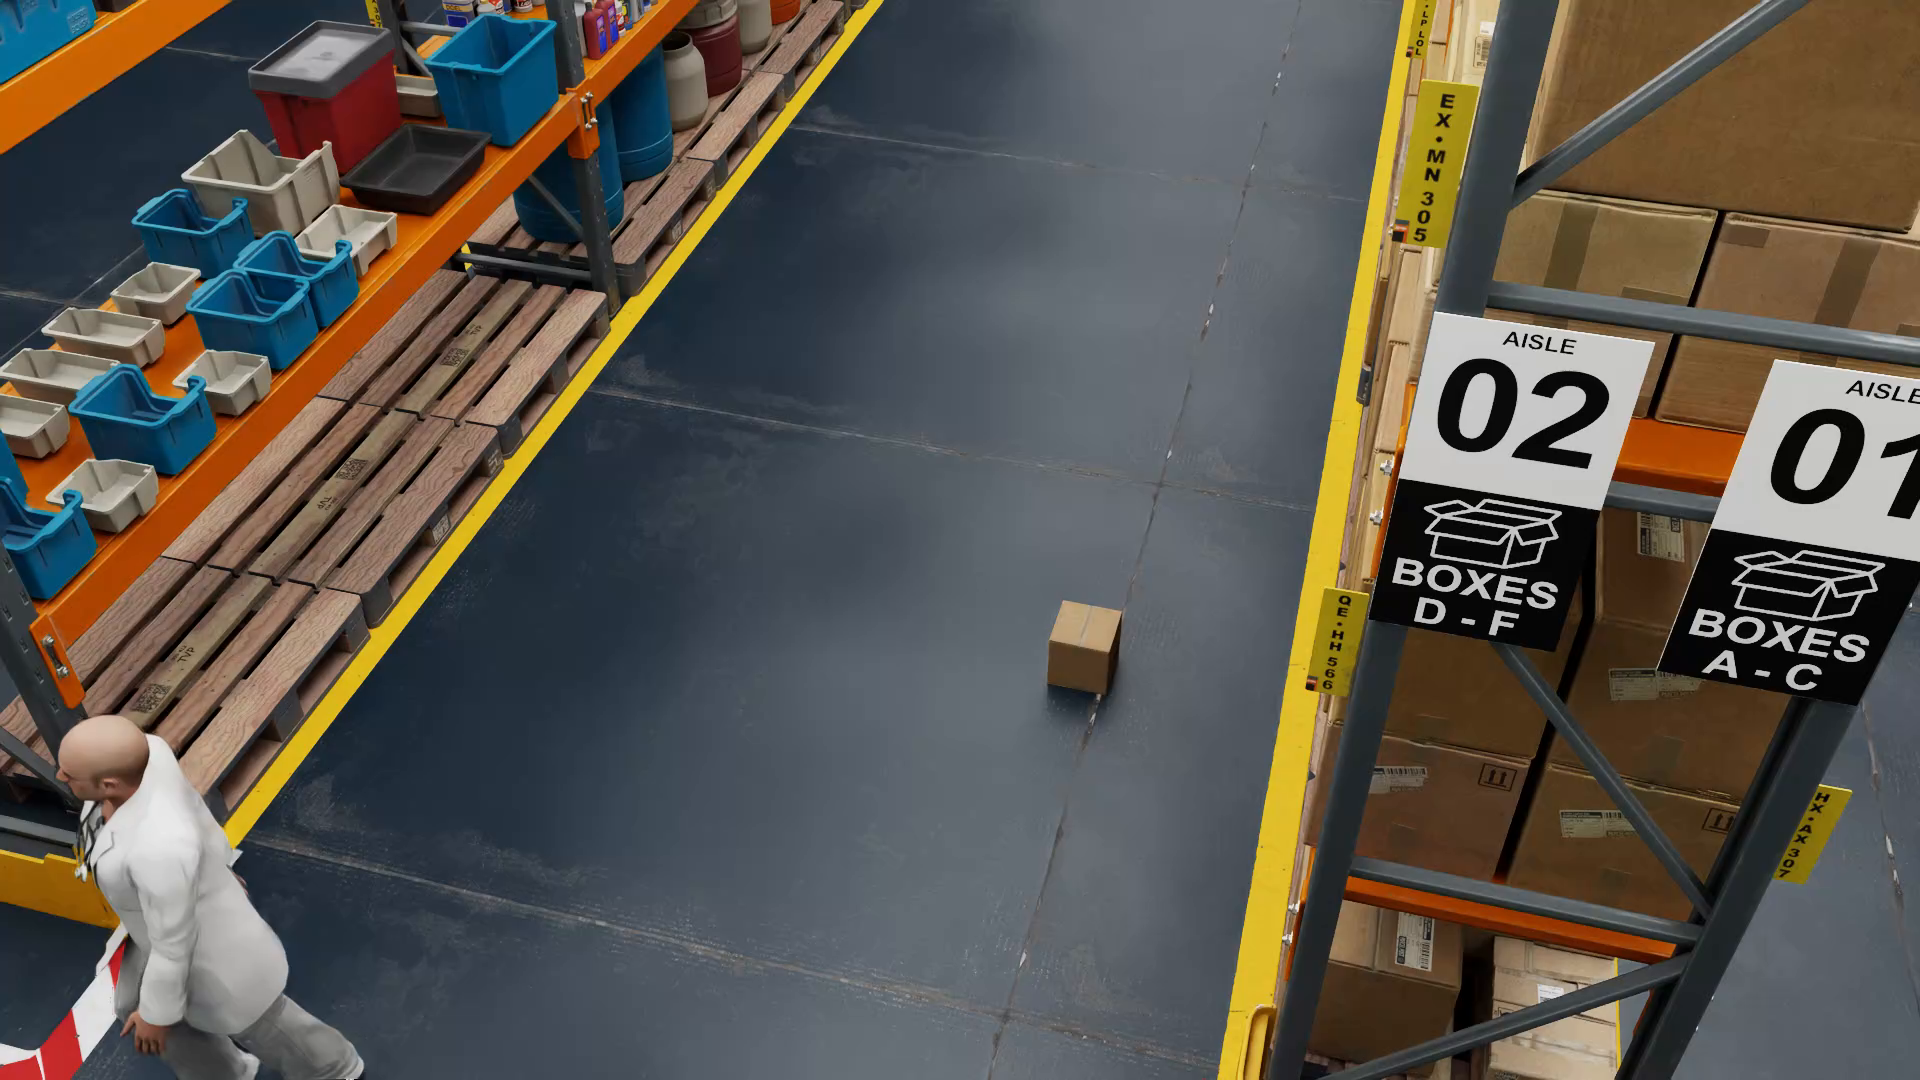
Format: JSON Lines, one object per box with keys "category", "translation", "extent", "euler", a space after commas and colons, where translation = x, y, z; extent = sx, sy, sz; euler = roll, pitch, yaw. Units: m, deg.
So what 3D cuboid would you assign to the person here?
{"category": "person", "translation": [-2.228, 1.172, 4.808], "extent": [0.608, 1.830, 0.588], "euler": [-24, 46, -26]}
